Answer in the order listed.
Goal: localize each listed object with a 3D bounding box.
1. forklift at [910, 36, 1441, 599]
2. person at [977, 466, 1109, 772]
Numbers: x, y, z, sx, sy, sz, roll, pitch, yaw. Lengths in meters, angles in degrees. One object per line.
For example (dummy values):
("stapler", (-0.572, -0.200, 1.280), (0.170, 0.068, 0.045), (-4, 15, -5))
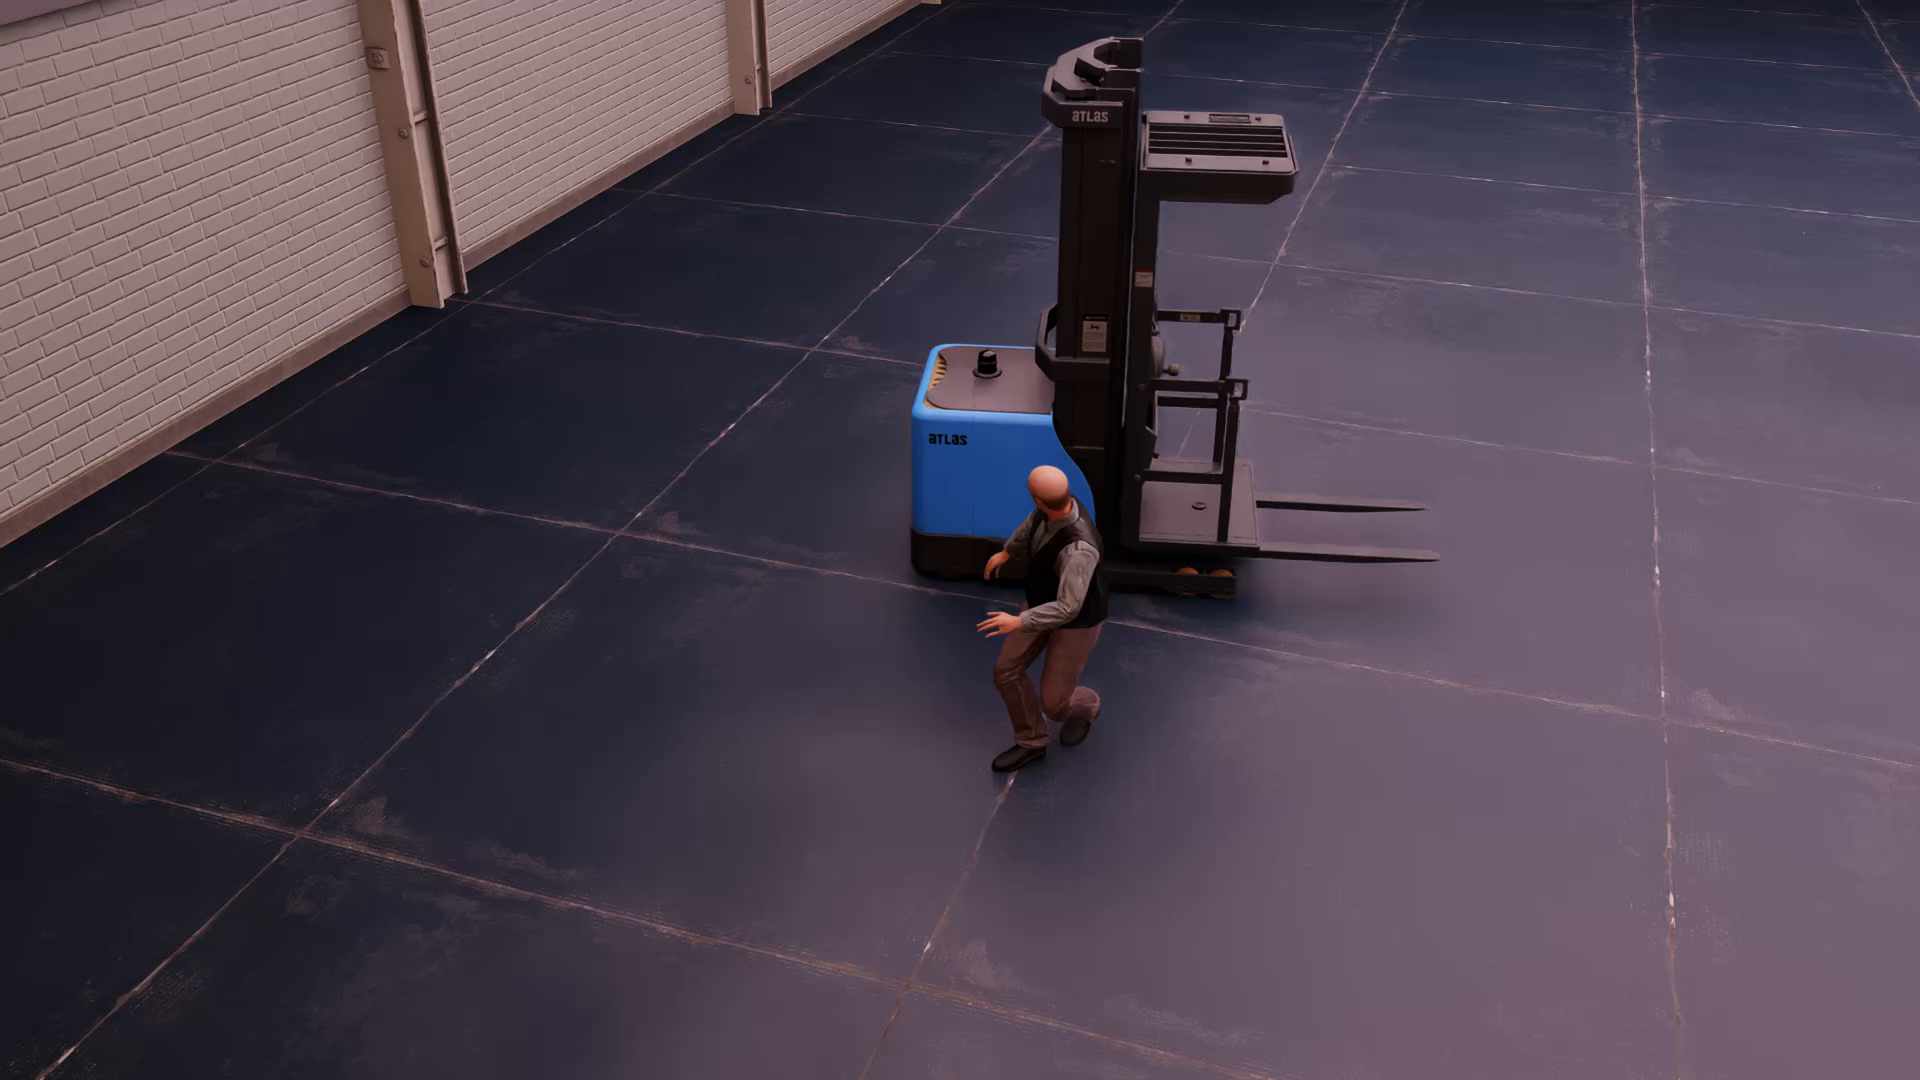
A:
("forklift", (1.266, -1.216, 9.269), (3.031, 2.935, 1.130), (3, 30, 5))
("person", (0.330, 0.349, 7.875), (0.805, 1.599, 0.849), (-17, 34, -28))
